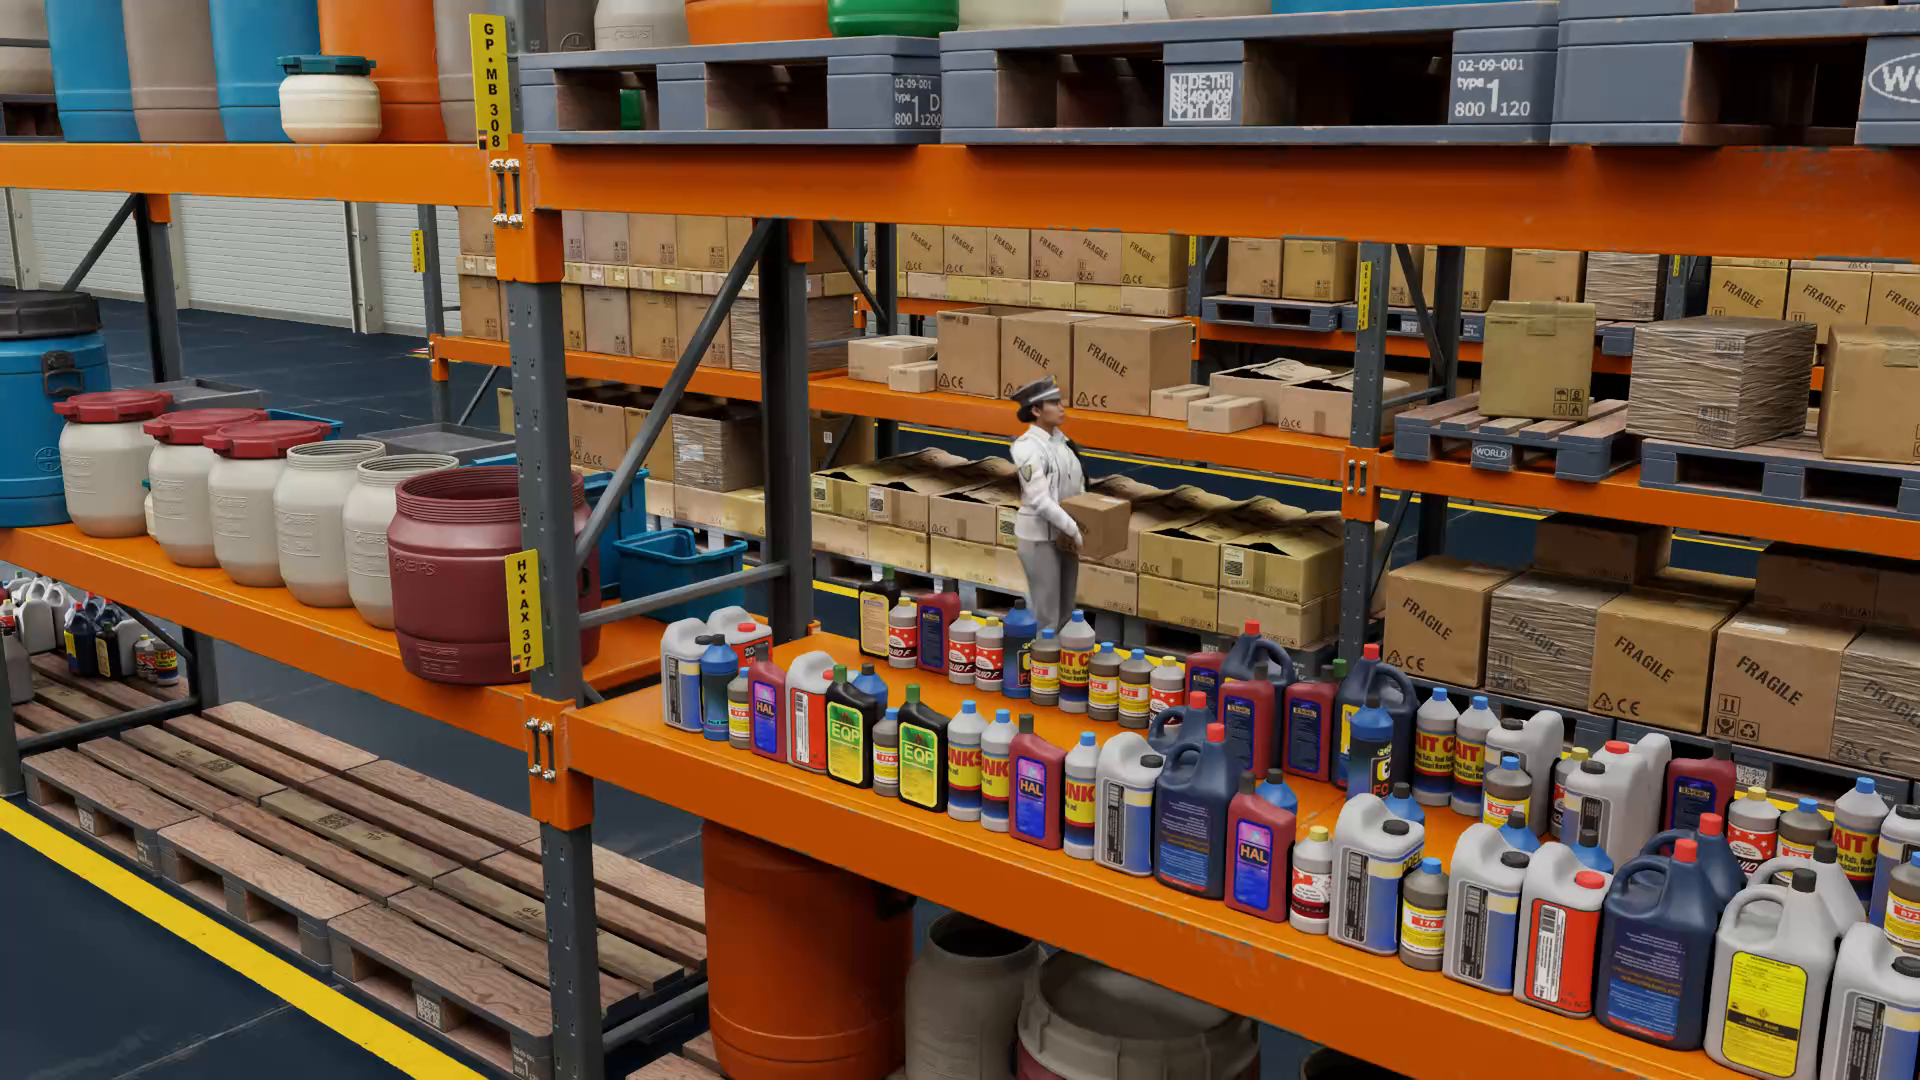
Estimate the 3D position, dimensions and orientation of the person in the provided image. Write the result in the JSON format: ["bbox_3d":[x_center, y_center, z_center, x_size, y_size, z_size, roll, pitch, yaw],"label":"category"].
[{"bbox_3d":[0.504,0.014,8.353,0.552,1.697,0.468,8,15,29],"label":"person"}]
